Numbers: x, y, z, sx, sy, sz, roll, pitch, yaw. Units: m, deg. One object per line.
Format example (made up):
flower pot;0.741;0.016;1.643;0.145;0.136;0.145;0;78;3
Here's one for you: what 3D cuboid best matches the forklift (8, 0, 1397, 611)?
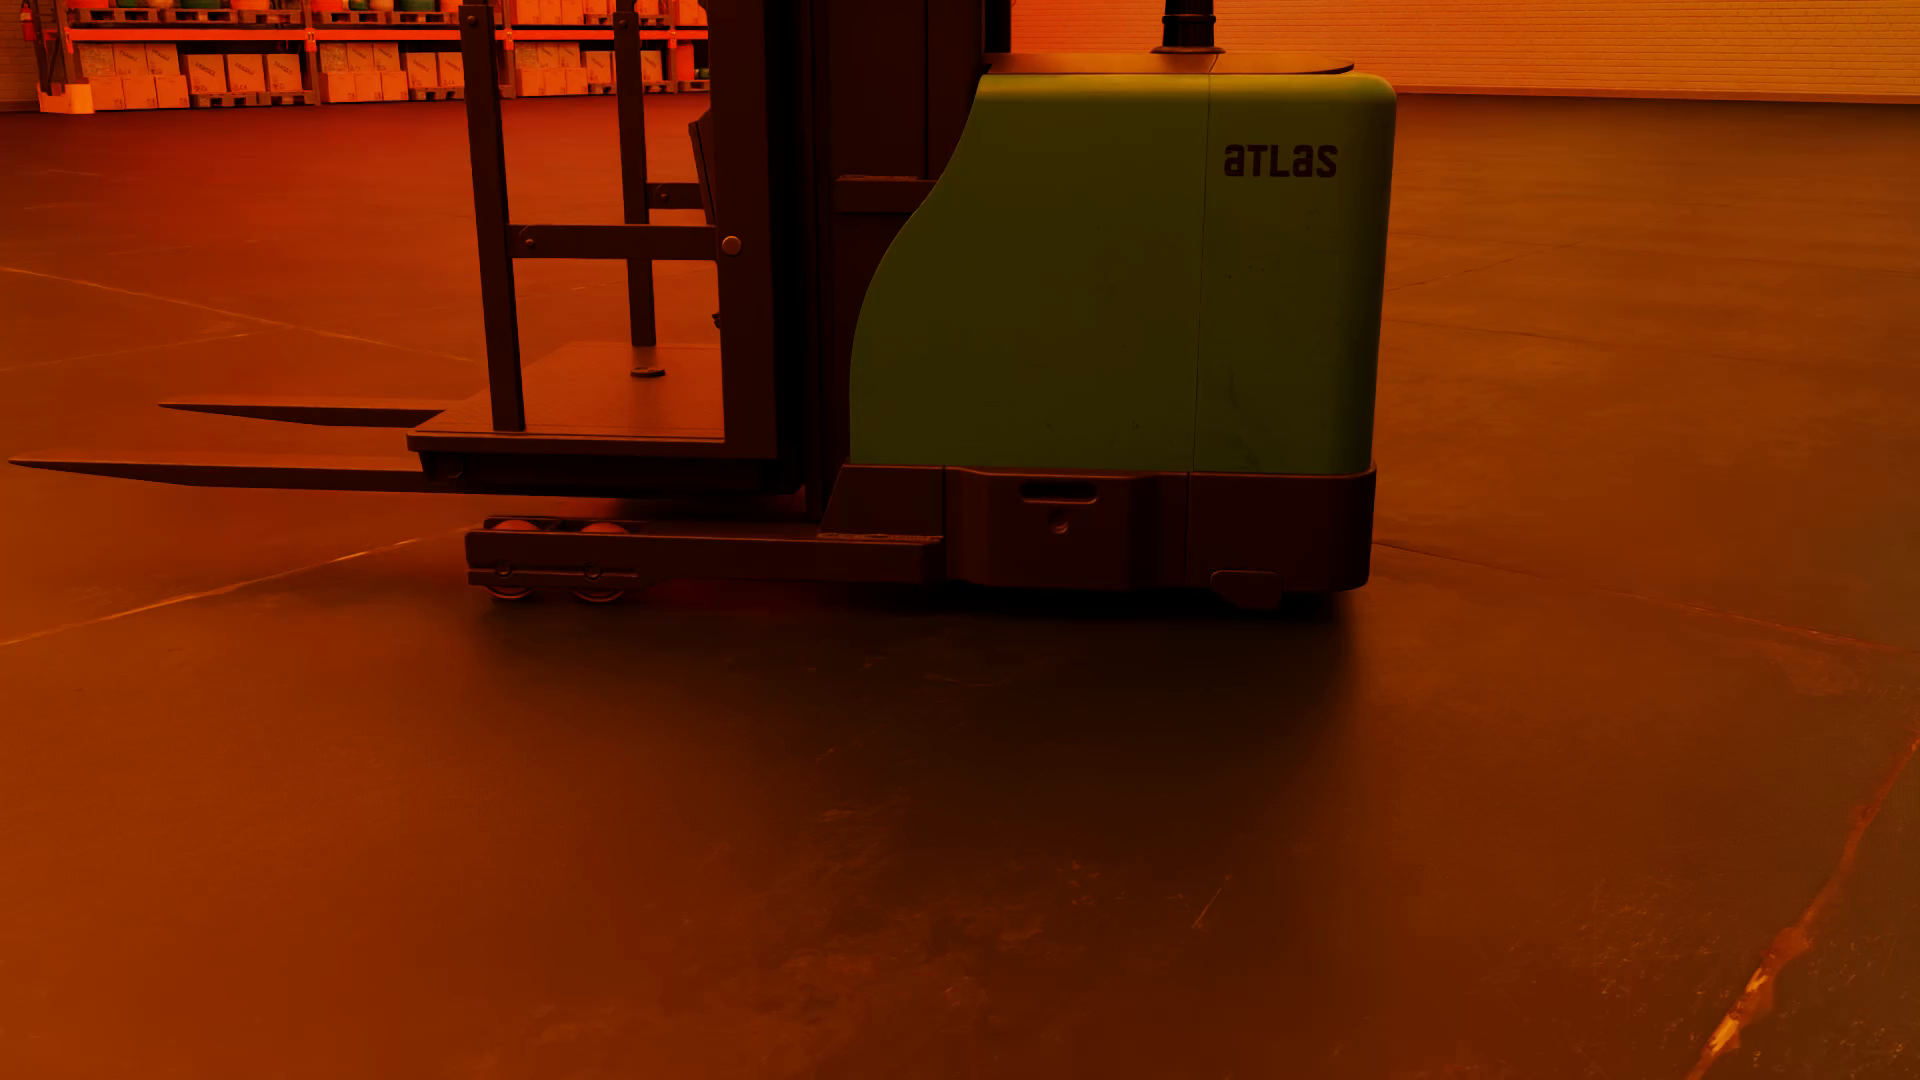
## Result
forklift;-0.621;-1.421;3.577;3.031;2.935;1.130;2;17;6
